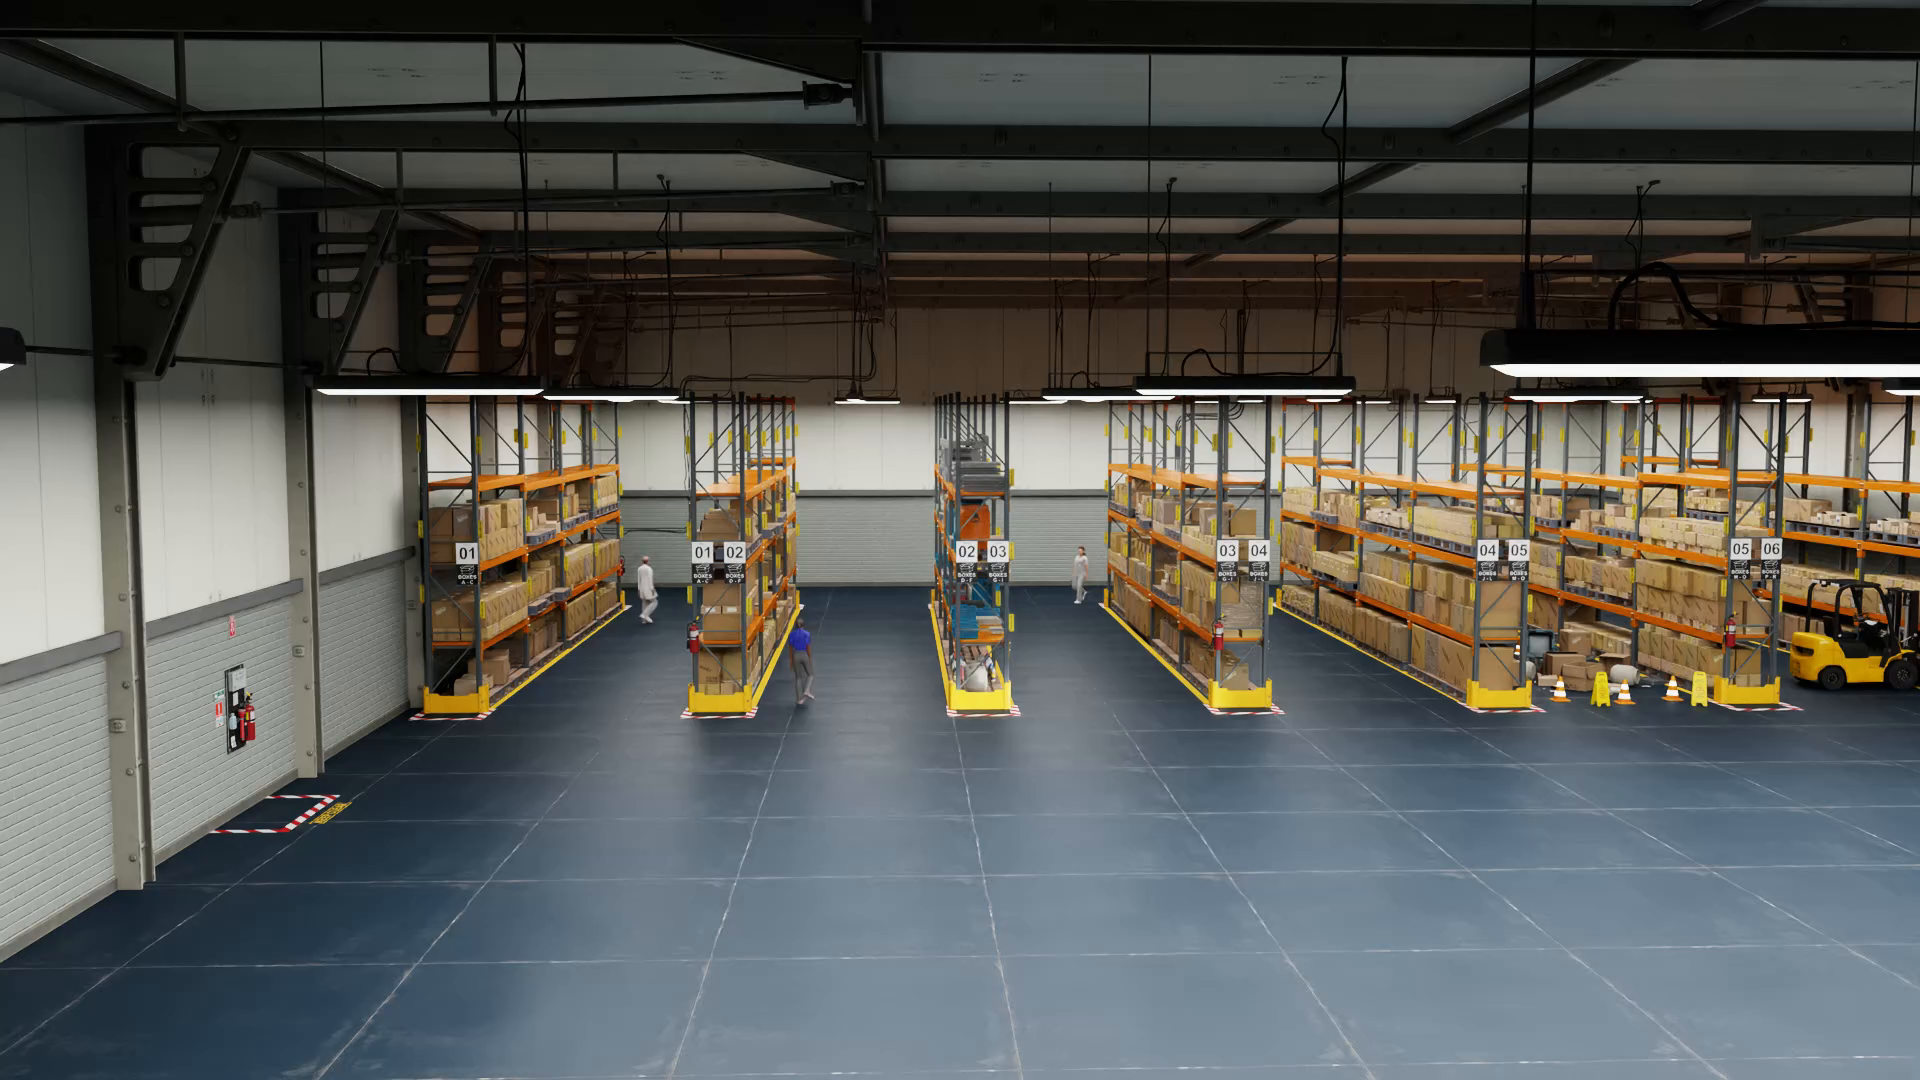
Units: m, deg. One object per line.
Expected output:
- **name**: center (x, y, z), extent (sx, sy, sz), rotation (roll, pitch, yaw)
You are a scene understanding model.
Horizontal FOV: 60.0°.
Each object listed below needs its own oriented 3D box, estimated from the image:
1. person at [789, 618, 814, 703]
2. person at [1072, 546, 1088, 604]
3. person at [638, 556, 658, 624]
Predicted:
- **person**: center (-3.059, 2.324, 32.104), extent (0.509, 1.646, 0.457), rotation (0, 5, 6)
- **person**: center (3.522, 1.008, 48.308), extent (0.443, 1.650, 0.670), rotation (4, 6, 41)
- **person**: center (-8.290, 1.322, 43.873), extent (0.627, 1.779, 0.564), rotation (4, 6, 44)
